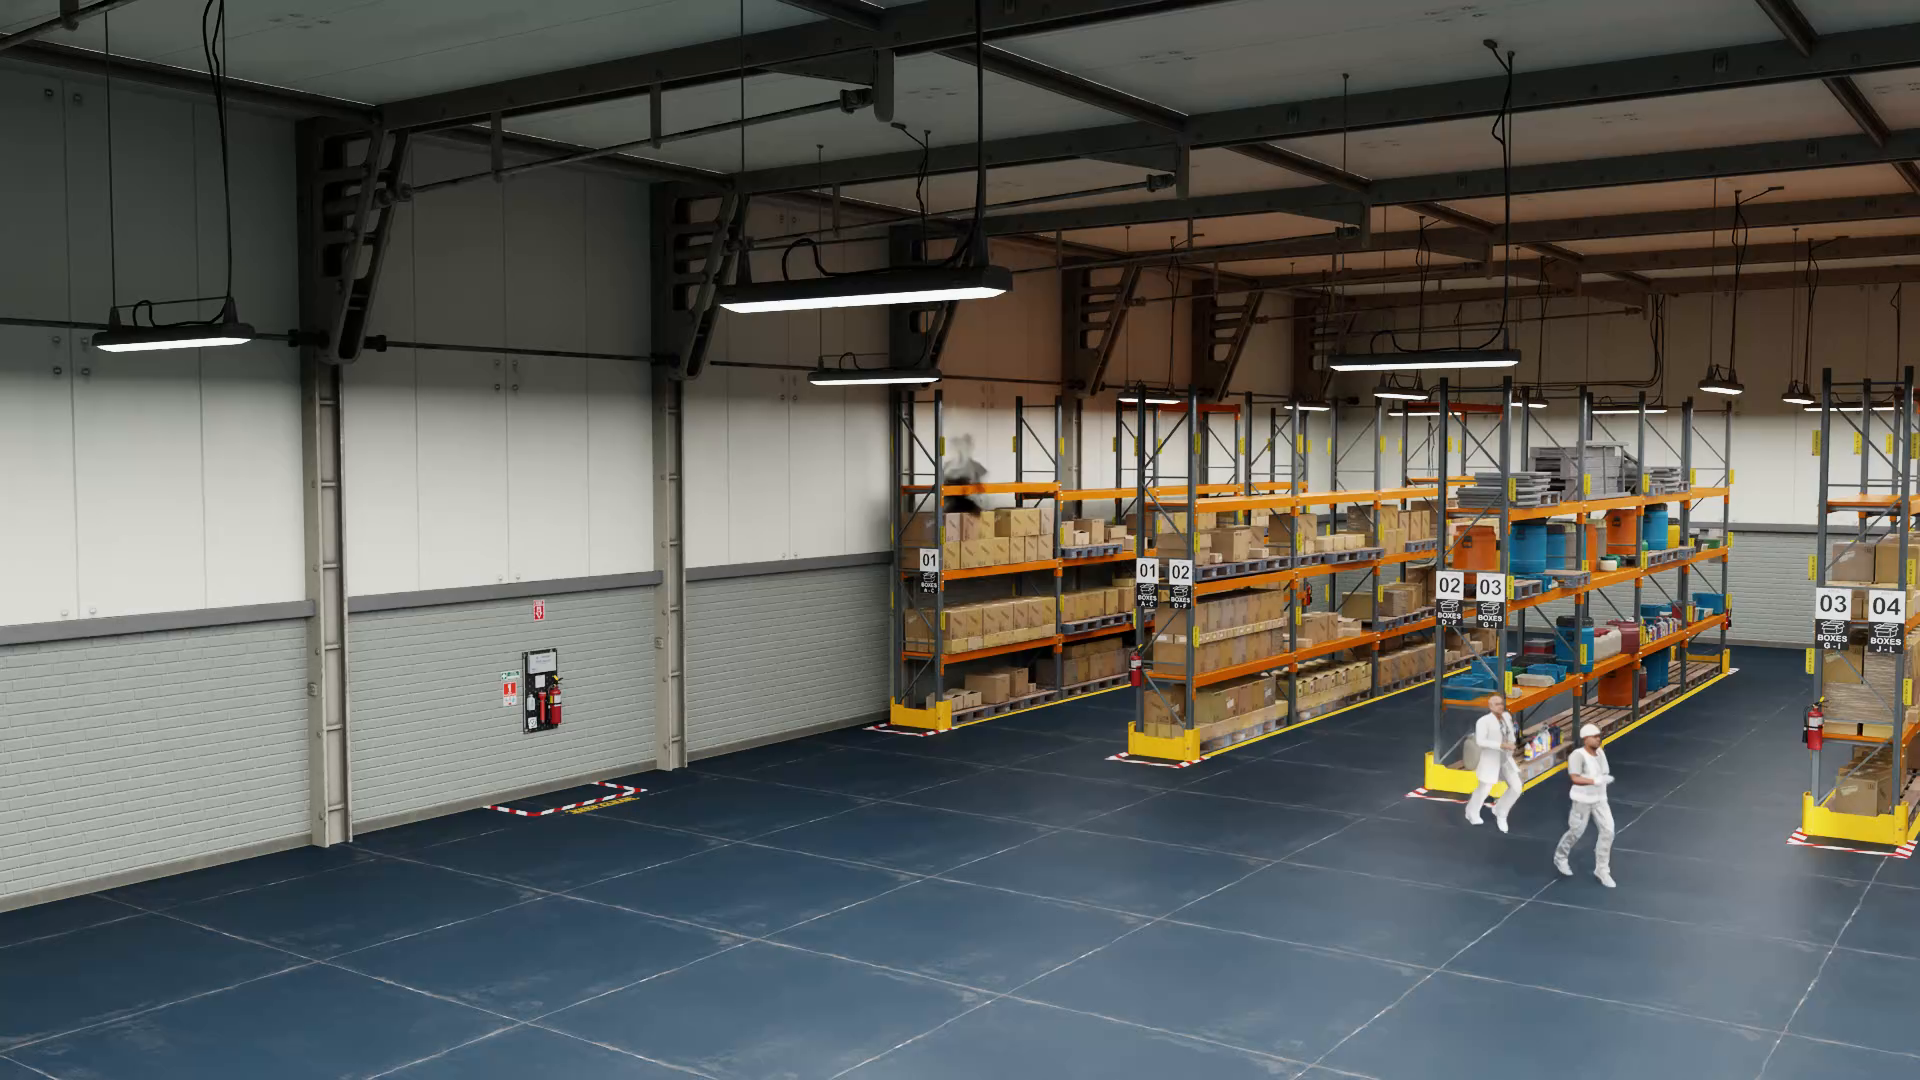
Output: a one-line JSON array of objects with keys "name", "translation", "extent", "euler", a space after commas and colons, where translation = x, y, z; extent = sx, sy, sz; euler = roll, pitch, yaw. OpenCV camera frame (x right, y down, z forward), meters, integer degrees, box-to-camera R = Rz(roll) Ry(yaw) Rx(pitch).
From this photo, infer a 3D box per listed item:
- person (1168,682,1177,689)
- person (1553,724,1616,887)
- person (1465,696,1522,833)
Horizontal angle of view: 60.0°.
[{"name": "person", "translation": [4.074, 2.426, 31.552], "extent": [0.510, 1.572, 0.644], "euler": [1, 4, 25]}, {"name": "person", "translation": [7.195, 3.033, 19.085], "extent": [0.673, 1.857, 0.821], "euler": [-2, 4, -27]}, {"name": "person", "translation": [6.979, 2.900, 21.620], "extent": [0.728, 1.775, 0.941], "euler": [-1, 3, -17]}]
